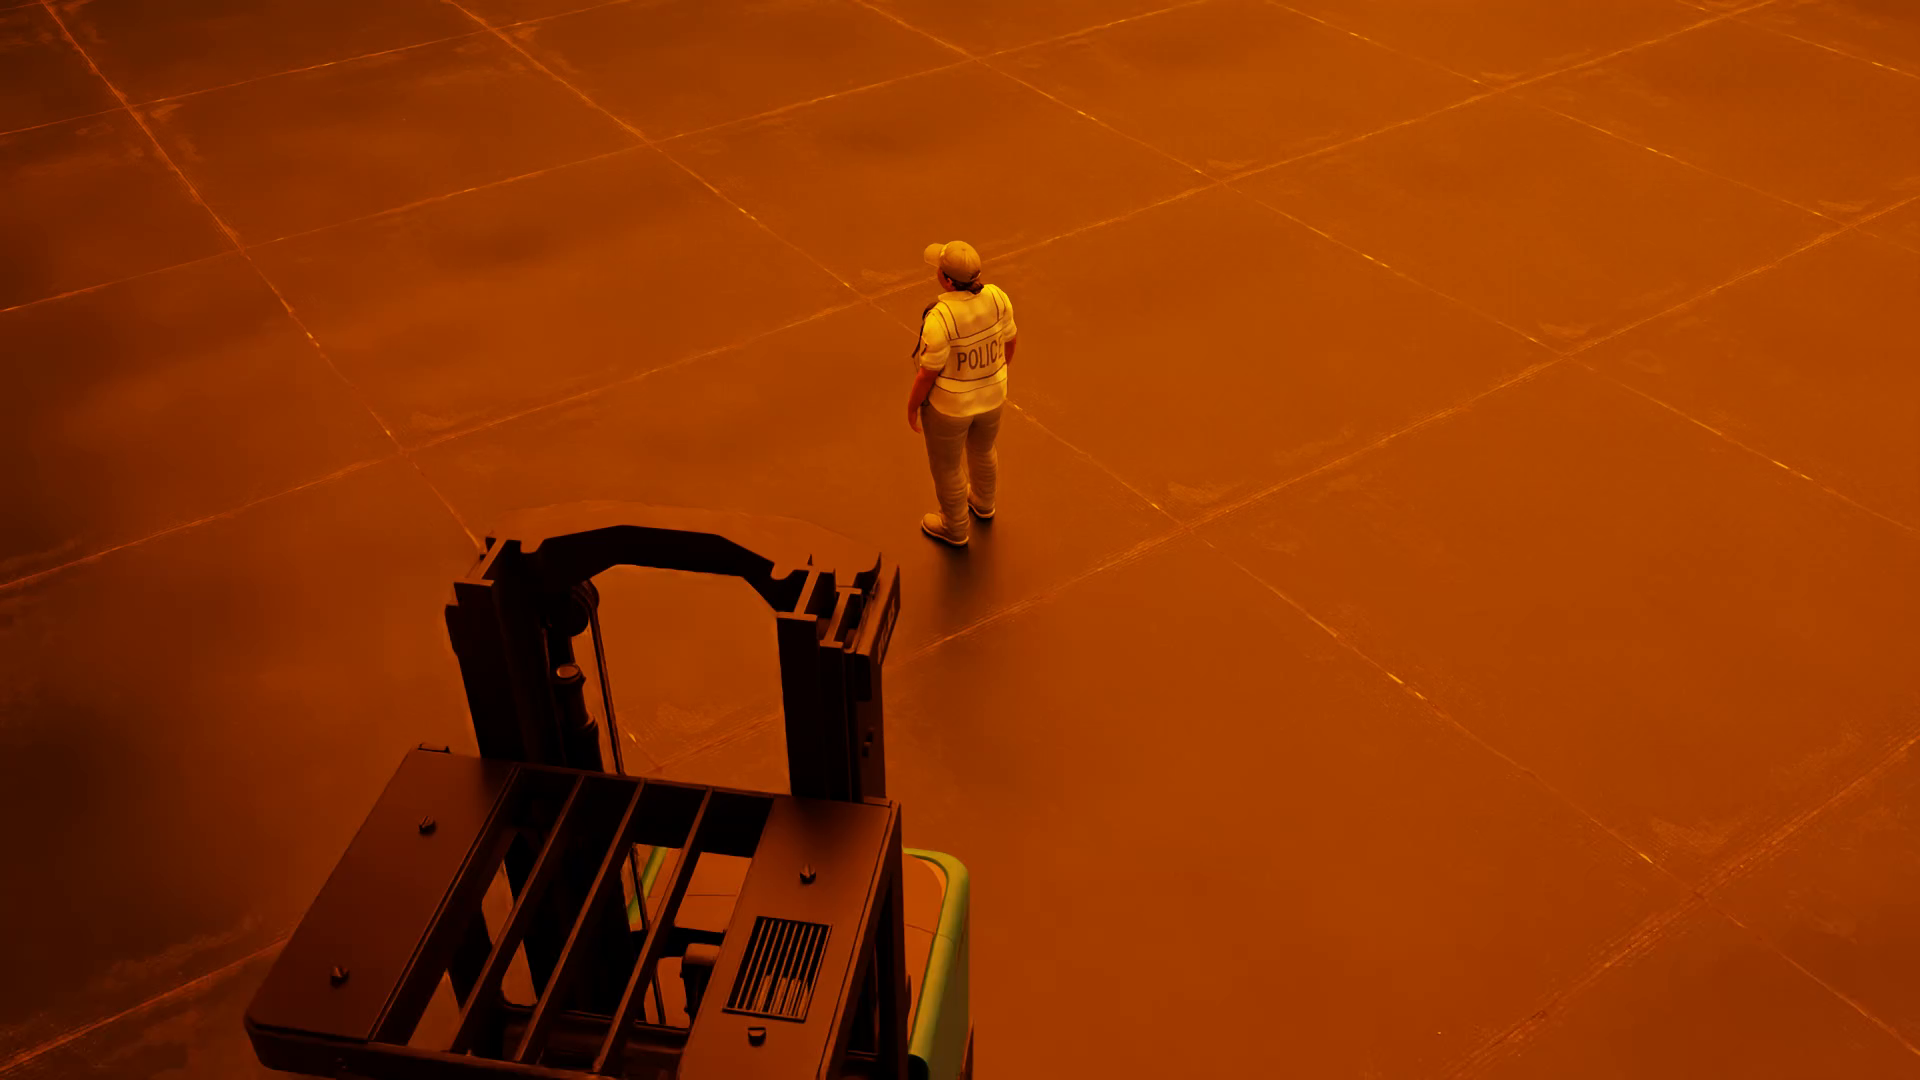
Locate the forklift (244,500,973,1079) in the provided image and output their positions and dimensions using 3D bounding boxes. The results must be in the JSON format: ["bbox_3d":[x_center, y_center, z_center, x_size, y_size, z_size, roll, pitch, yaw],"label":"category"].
[{"bbox_3d":[-0.709,1.497,3.920,1.130,2.935,3.031,6,37,8],"label":"forklift"}]

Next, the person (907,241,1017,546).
[{"bbox_3d":[-0.026,-0.720,7.971,0.598,1.670,0.529,-23,42,-28],"label":"person"}]
